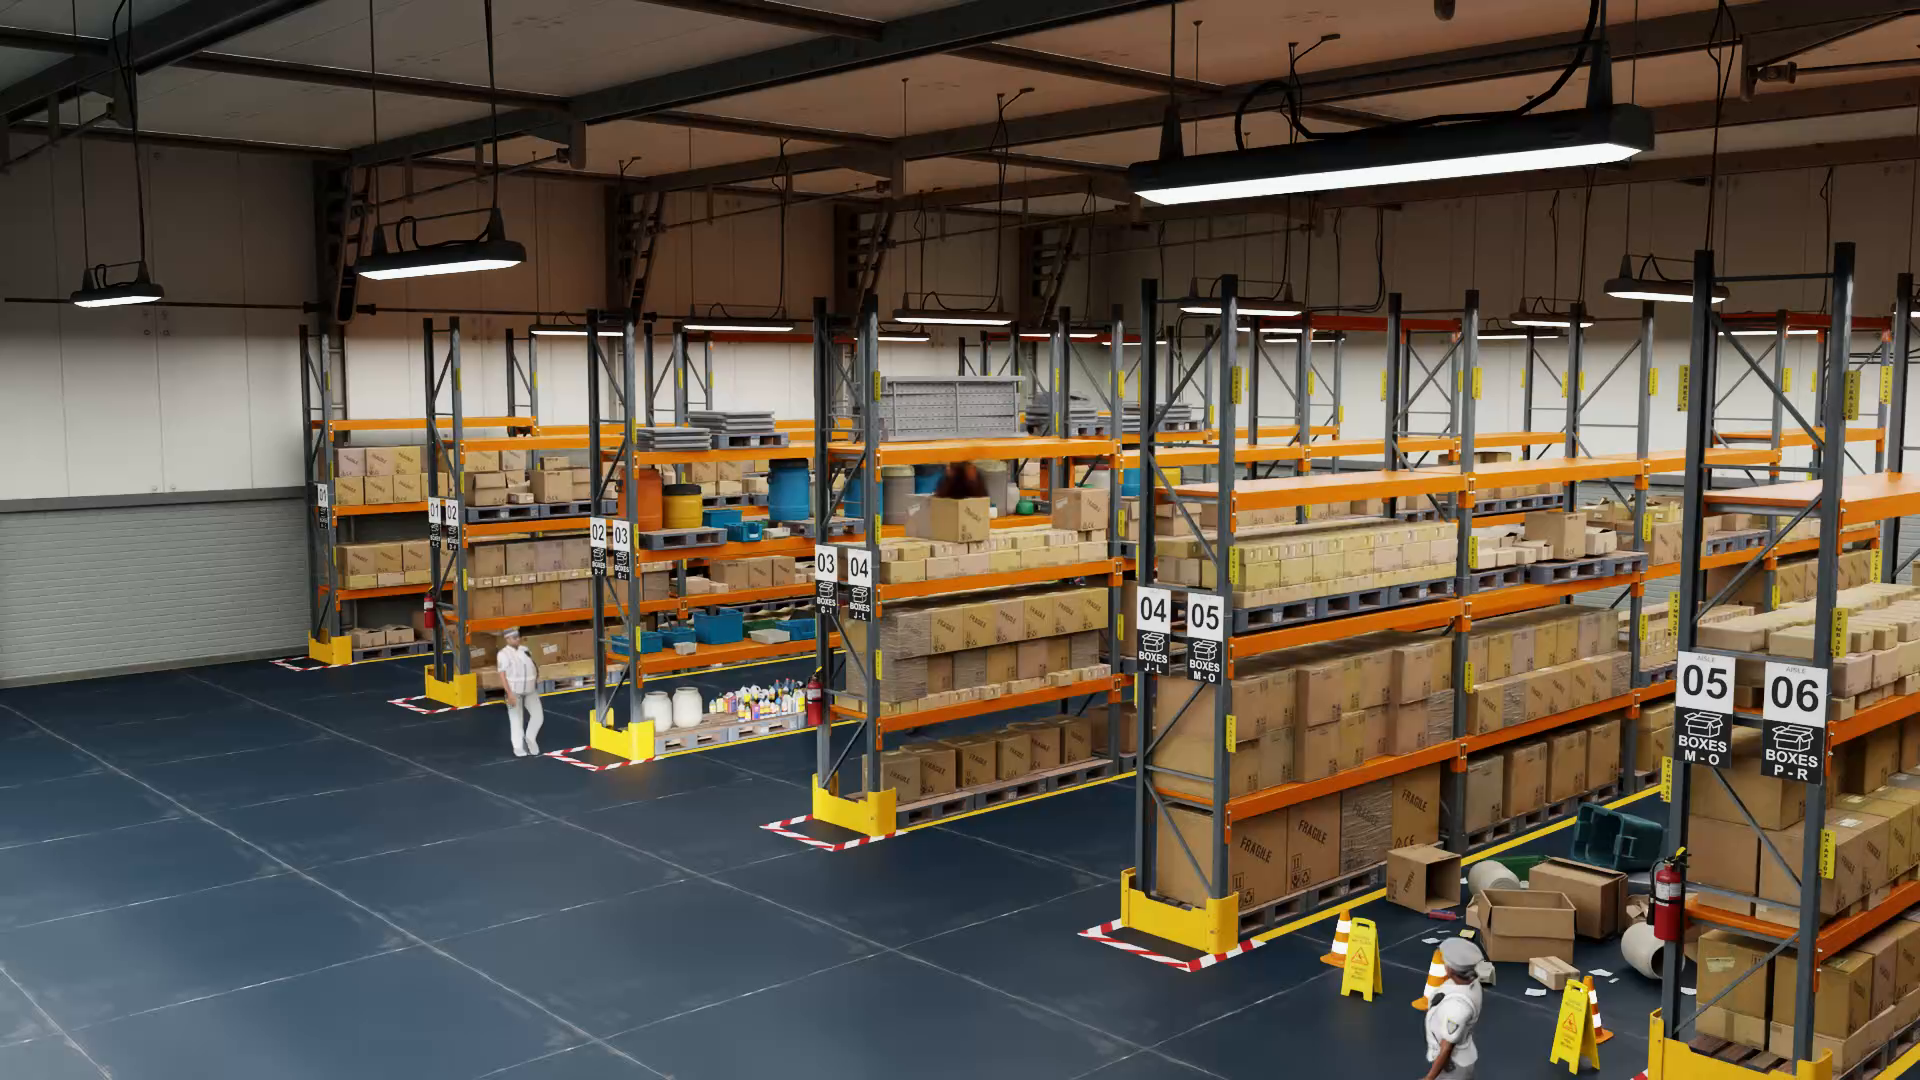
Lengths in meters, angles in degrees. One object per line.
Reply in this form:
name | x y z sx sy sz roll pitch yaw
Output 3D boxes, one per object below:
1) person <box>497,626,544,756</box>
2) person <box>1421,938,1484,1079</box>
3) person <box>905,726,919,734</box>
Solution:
person | -5.905 2.034 22.274 0.556 1.775 0.504 -4 7 -32
person | 3.048 3.288 10.416 0.398 1.687 0.579 2 6 17
person | -0.638 1.907 23.984 0.526 1.669 1.023 3 7 29
